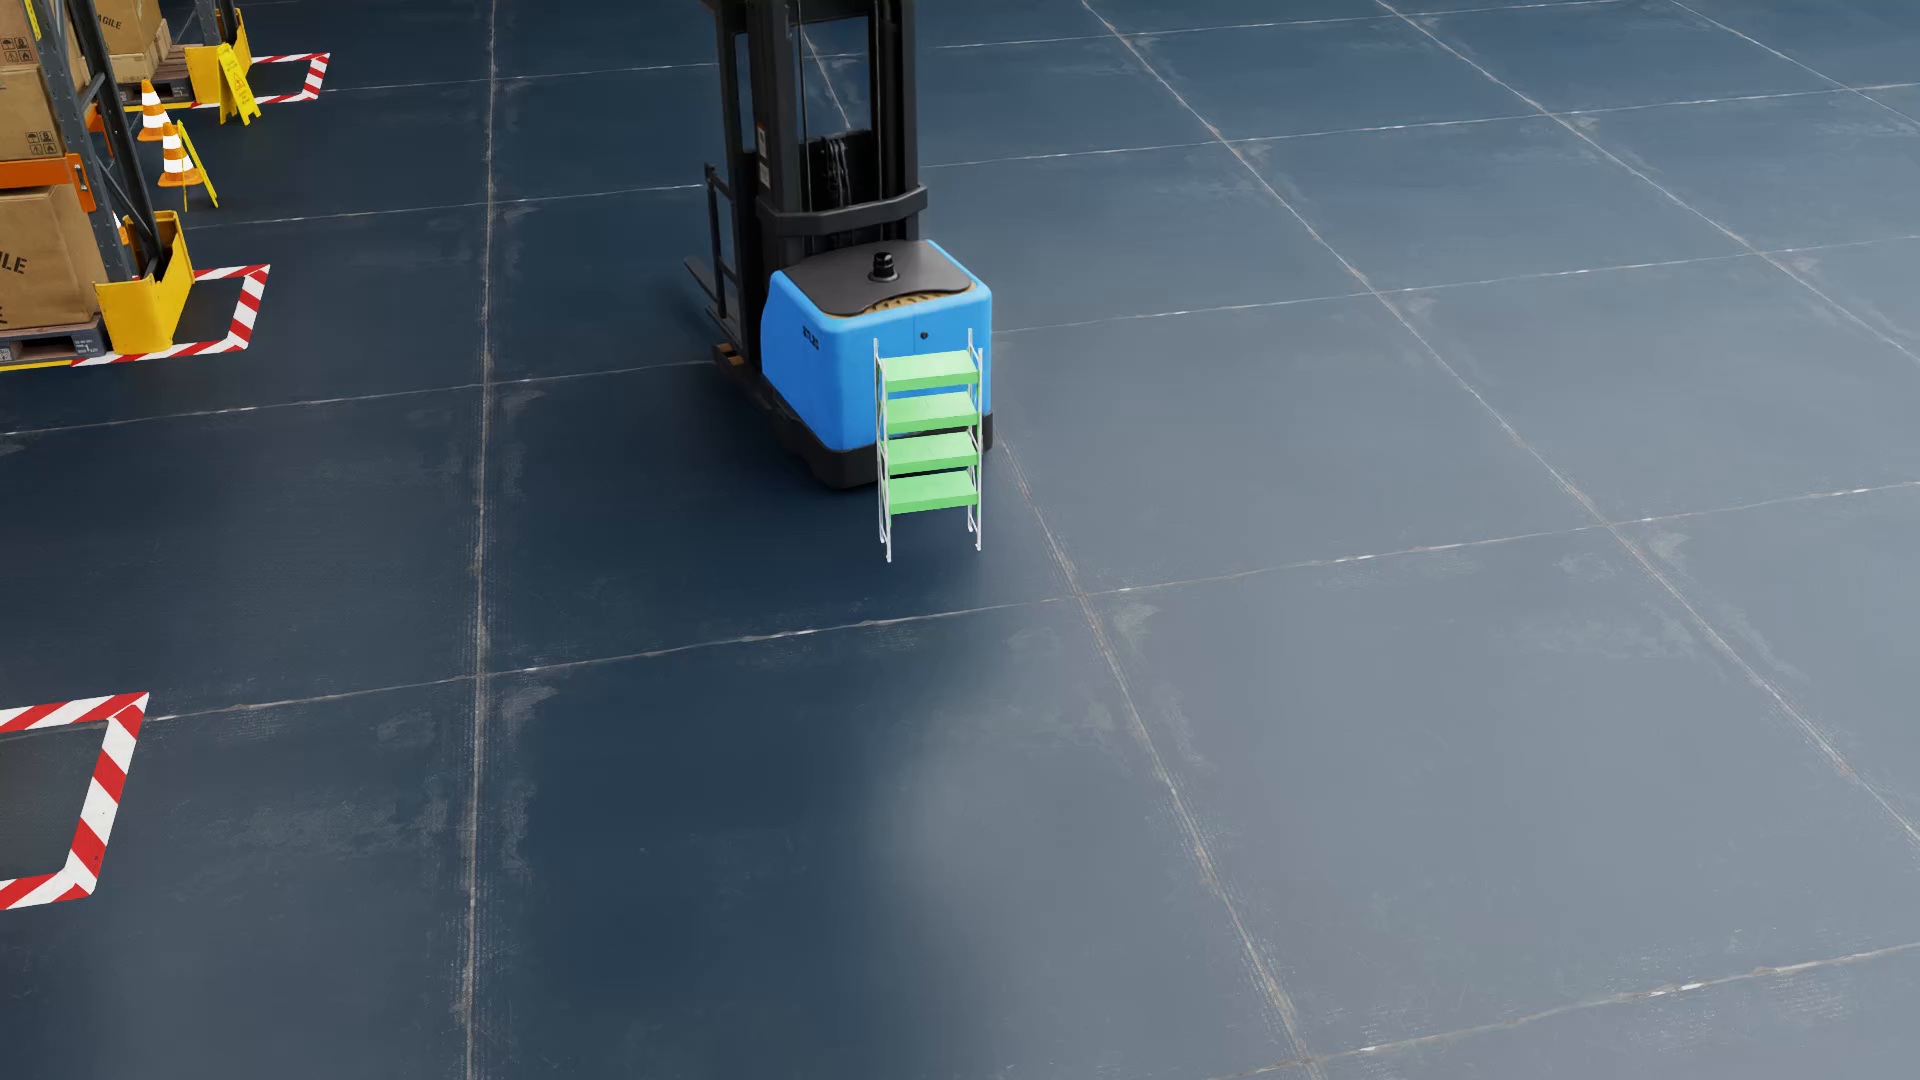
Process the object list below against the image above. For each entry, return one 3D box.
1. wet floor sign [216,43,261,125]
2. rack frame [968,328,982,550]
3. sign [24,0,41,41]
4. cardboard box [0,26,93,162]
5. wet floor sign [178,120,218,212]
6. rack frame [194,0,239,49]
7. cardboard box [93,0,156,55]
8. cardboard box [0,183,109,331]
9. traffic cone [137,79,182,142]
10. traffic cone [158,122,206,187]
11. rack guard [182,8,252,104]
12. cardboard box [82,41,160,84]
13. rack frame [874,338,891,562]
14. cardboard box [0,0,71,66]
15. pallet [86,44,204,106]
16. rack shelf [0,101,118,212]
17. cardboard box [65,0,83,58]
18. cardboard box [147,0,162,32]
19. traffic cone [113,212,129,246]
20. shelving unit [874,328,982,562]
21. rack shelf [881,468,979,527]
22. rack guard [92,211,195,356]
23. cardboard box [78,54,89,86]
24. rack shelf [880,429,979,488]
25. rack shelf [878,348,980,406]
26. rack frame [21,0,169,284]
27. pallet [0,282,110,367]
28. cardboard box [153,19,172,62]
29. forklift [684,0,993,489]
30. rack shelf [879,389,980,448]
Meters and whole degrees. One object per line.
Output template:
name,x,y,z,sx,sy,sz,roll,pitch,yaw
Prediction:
wet floor sign,-6.225,-3.908,14.217,0.232,0.644,0.267,4,34,6
rack frame,0.077,-0.508,8.653,0.015,1.200,0.240,-7,35,-11
sign,-5.350,-3.048,9.572,0.005,0.325,0.100,-7,35,-11
cardboard box,-5.808,-2.758,10.256,0.550,0.550,0.875,-7,35,-11
wet floor sign,-5.864,-2.868,12.667,0.232,0.644,0.267,-13,36,-19
rack frame,-6.646,-5.443,14.393,0.127,3.000,1.000,-7,35,-11
cardboard box,-7.370,-4.547,14.475,0.500,0.500,0.500,-7,34,-10
cardboard box,-6.103,-1.938,10.700,0.875,0.875,0.875,-7,34,-10
traffic cone,-6.781,-3.636,13.976,0.334,0.463,0.336,-7,35,-11
traffic cone,-6.205,-3.075,13.139,0.334,0.463,0.336,-7,35,-11
rack guard,-6.720,-4.396,15.075,0.348,0.500,1.175,-7,35,-11
cardboard box,-7.399,-4.228,14.672,0.500,0.250,0.500,-7,35,-11
rack frame,-0.399,-0.448,8.564,0.015,1.200,0.240,-7,35,-11
cardboard box,-5.826,-3.252,10.023,0.550,0.550,0.875,-7,35,-11
pallet,-7.521,-4.196,15.036,1.213,0.211,1.003,-7,35,-11
rack shelf,-7.407,-2.221,10.236,4.000,0.370,1.077,-7,35,-11
cardboard box,-7.879,-4.481,14.377,0.500,0.500,0.500,-6,34,-9
cardboard box,-7.517,-4.835,14.904,0.500,0.500,0.500,-8,35,-12
traffic cone,-6.287,-2.419,12.162,0.334,0.463,0.336,-7,35,-11
shelving unit,-0.161,-0.478,8.608,0.503,1.200,0.258,-7,35,-11
rack shelf,-0.161,-0.226,8.778,0.480,0.148,0.258,-7,35,-11
rack guard,-5.432,-1.731,11.103,0.348,0.500,1.175,-7,35,-11
cardboard box,-7.882,-4.171,14.588,0.500,0.250,0.500,-7,35,-10
rack shelf,-0.161,-0.425,8.644,0.480,0.148,0.258,-7,35,-11
rack shelf,-0.161,-0.823,8.377,0.480,0.148,0.258,-7,35,-11
rack frame,-5.456,-2.766,10.402,0.127,3.000,1.000,-7,35,-11
pallet,-6.218,-1.467,10.969,1.213,0.211,1.003,-7,35,-11
cardboard box,-7.494,-4.527,15.118,0.500,0.250,0.500,-7,35,-11
forklift,-0.924,-2.307,9.781,1.130,2.935,3.031,-16,37,-22
rack shelf,-0.161,-0.624,8.510,0.480,0.148,0.258,-7,35,-11
